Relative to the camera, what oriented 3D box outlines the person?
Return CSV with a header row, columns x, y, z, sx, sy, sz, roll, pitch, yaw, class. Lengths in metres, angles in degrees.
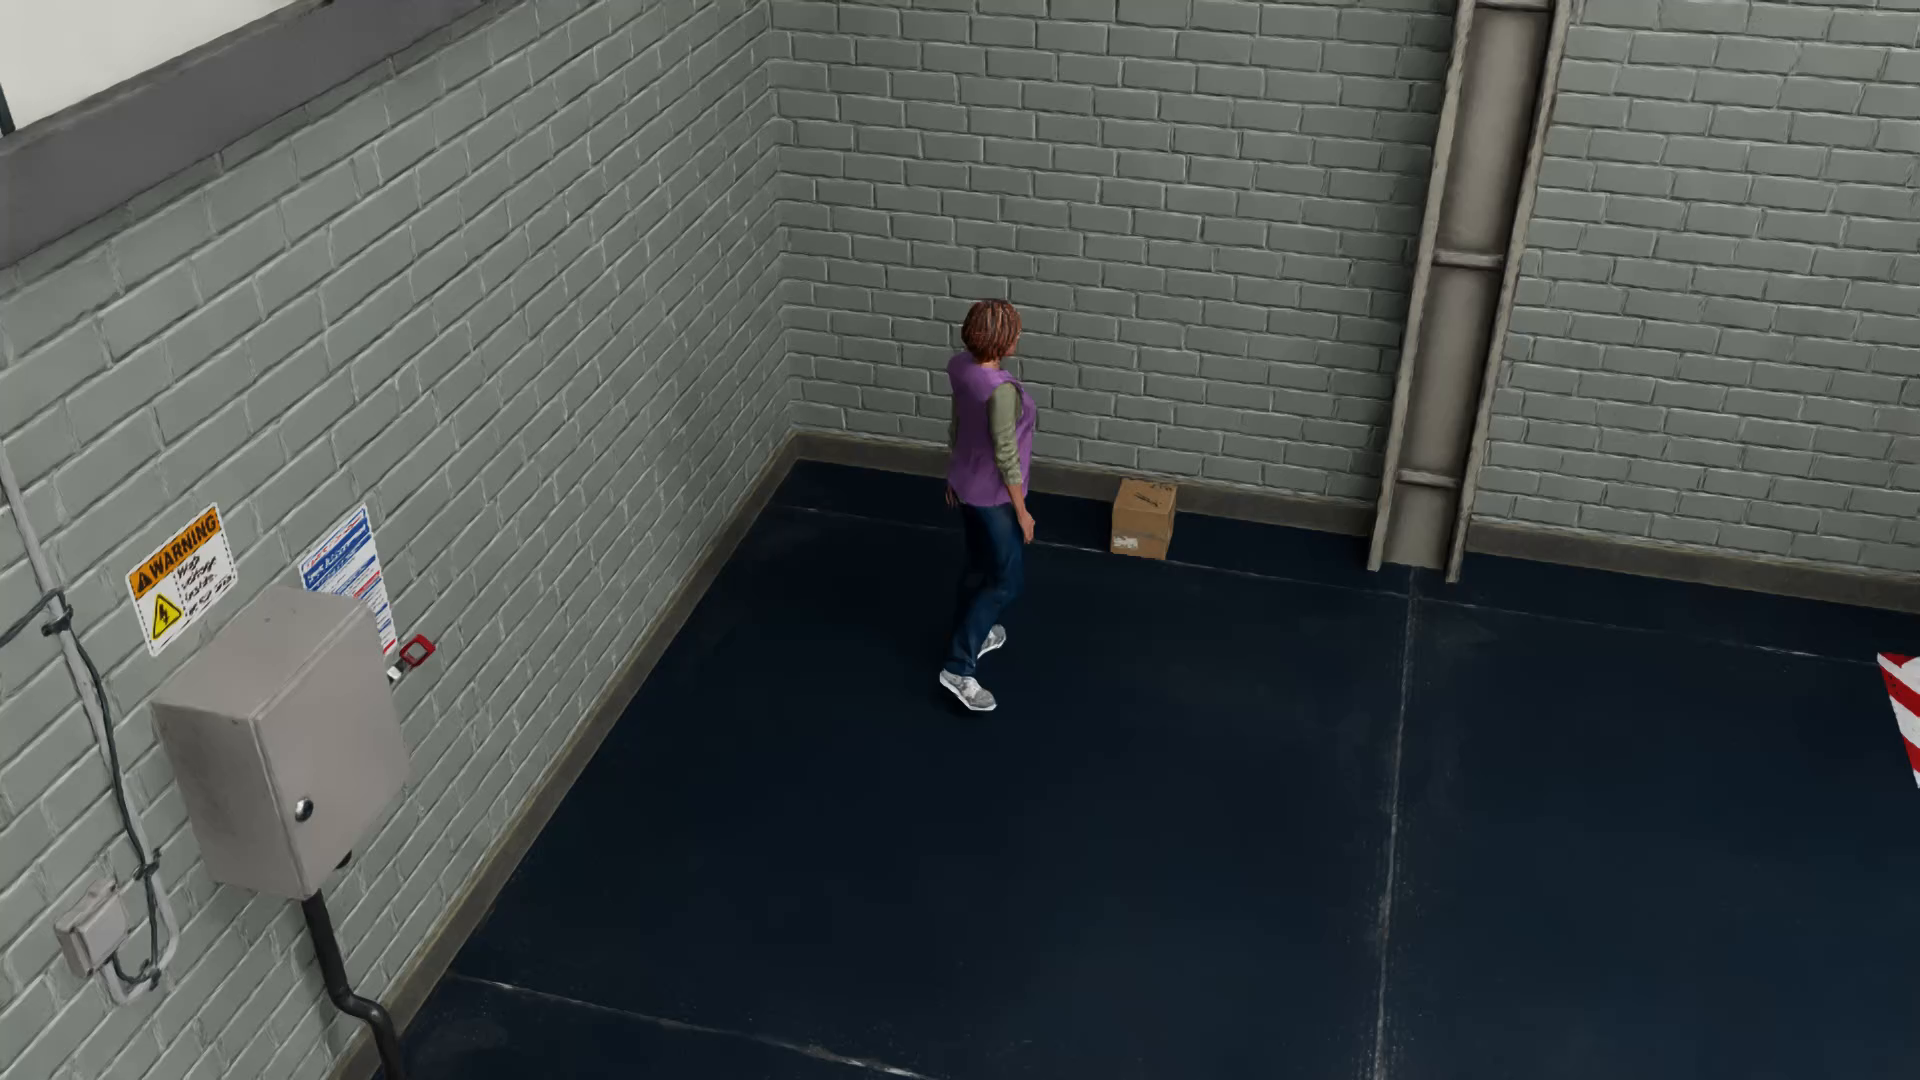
x,y,z,sx,sy,sz,roll,pitch,yaw,class
0.088,-0.120,6.332,0.458,1.591,0.601,-13,35,-19,person
